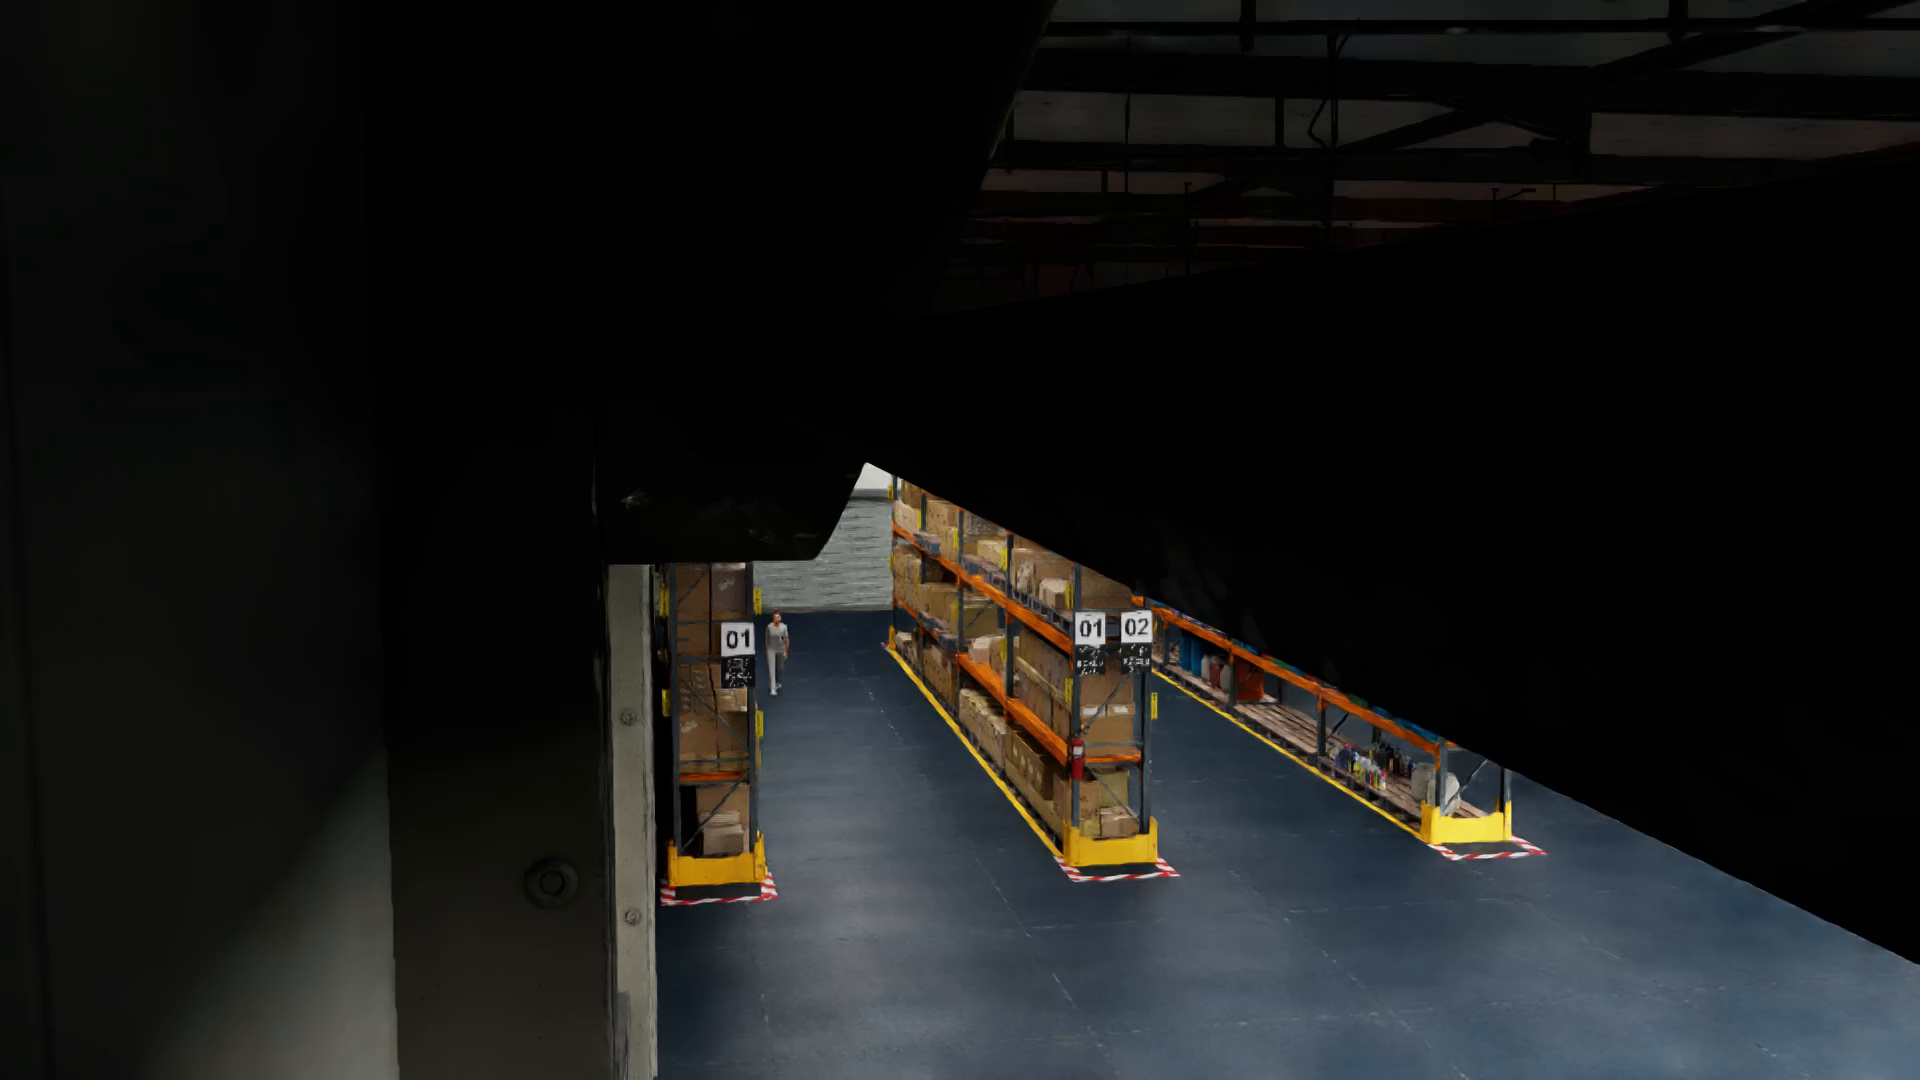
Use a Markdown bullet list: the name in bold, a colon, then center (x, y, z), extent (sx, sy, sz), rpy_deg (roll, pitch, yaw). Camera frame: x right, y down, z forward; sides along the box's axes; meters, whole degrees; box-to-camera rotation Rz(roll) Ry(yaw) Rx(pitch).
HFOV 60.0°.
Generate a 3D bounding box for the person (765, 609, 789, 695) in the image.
- **person**: center (-3.477, 2.104, 31.657), extent (0.445, 1.591, 1.110), rpy_deg (-1, 6, -12)
